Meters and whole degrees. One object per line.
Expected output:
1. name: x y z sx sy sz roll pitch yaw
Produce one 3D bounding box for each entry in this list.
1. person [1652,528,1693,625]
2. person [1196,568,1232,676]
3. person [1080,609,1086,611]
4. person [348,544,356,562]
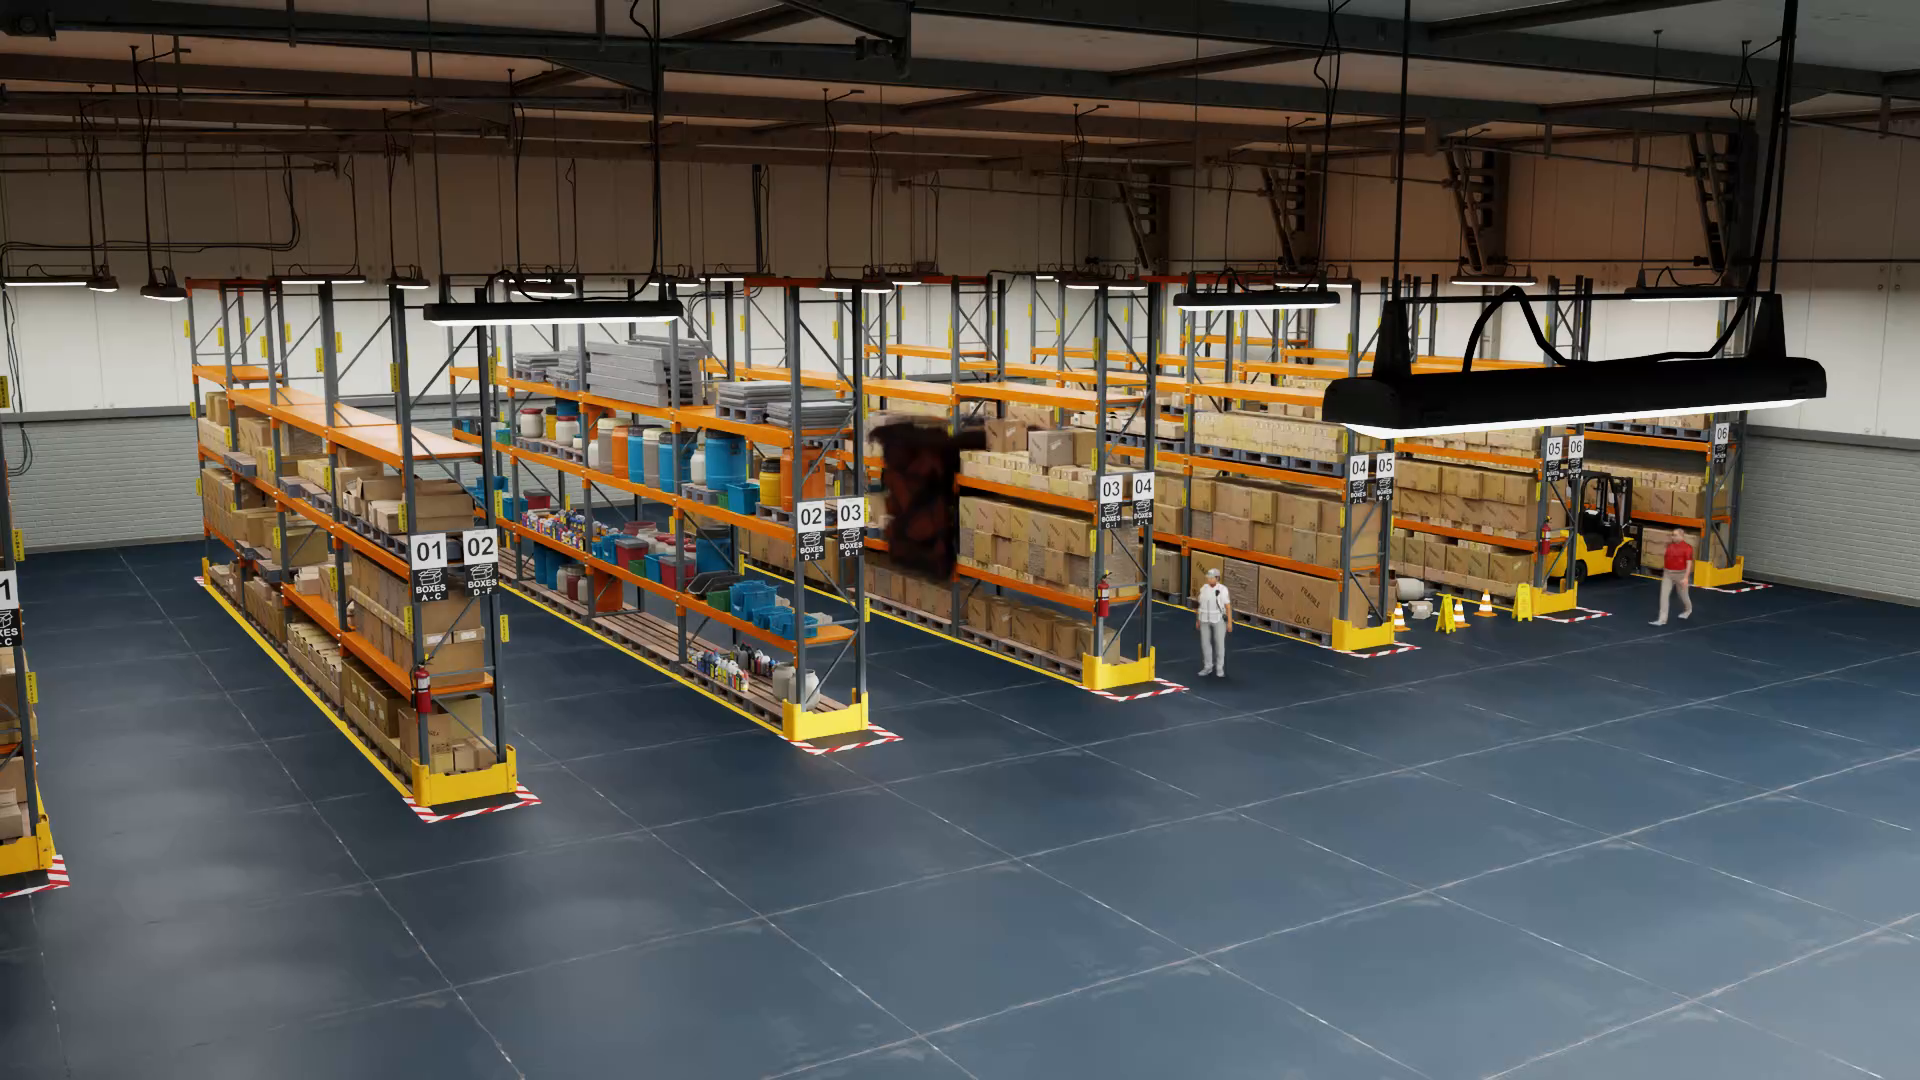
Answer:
1. person: 12.562 0.635 29.130 0.507 1.695 0.978 7 12 38
2. person: 3.899 1.276 25.510 0.583 1.700 0.414 5 11 27
3. person: 2.296 0.410 28.748 0.556 1.669 0.360 4 10 21
4. person: -12.001 -0.027 32.941 0.458 1.773 0.597 -3 10 -17
